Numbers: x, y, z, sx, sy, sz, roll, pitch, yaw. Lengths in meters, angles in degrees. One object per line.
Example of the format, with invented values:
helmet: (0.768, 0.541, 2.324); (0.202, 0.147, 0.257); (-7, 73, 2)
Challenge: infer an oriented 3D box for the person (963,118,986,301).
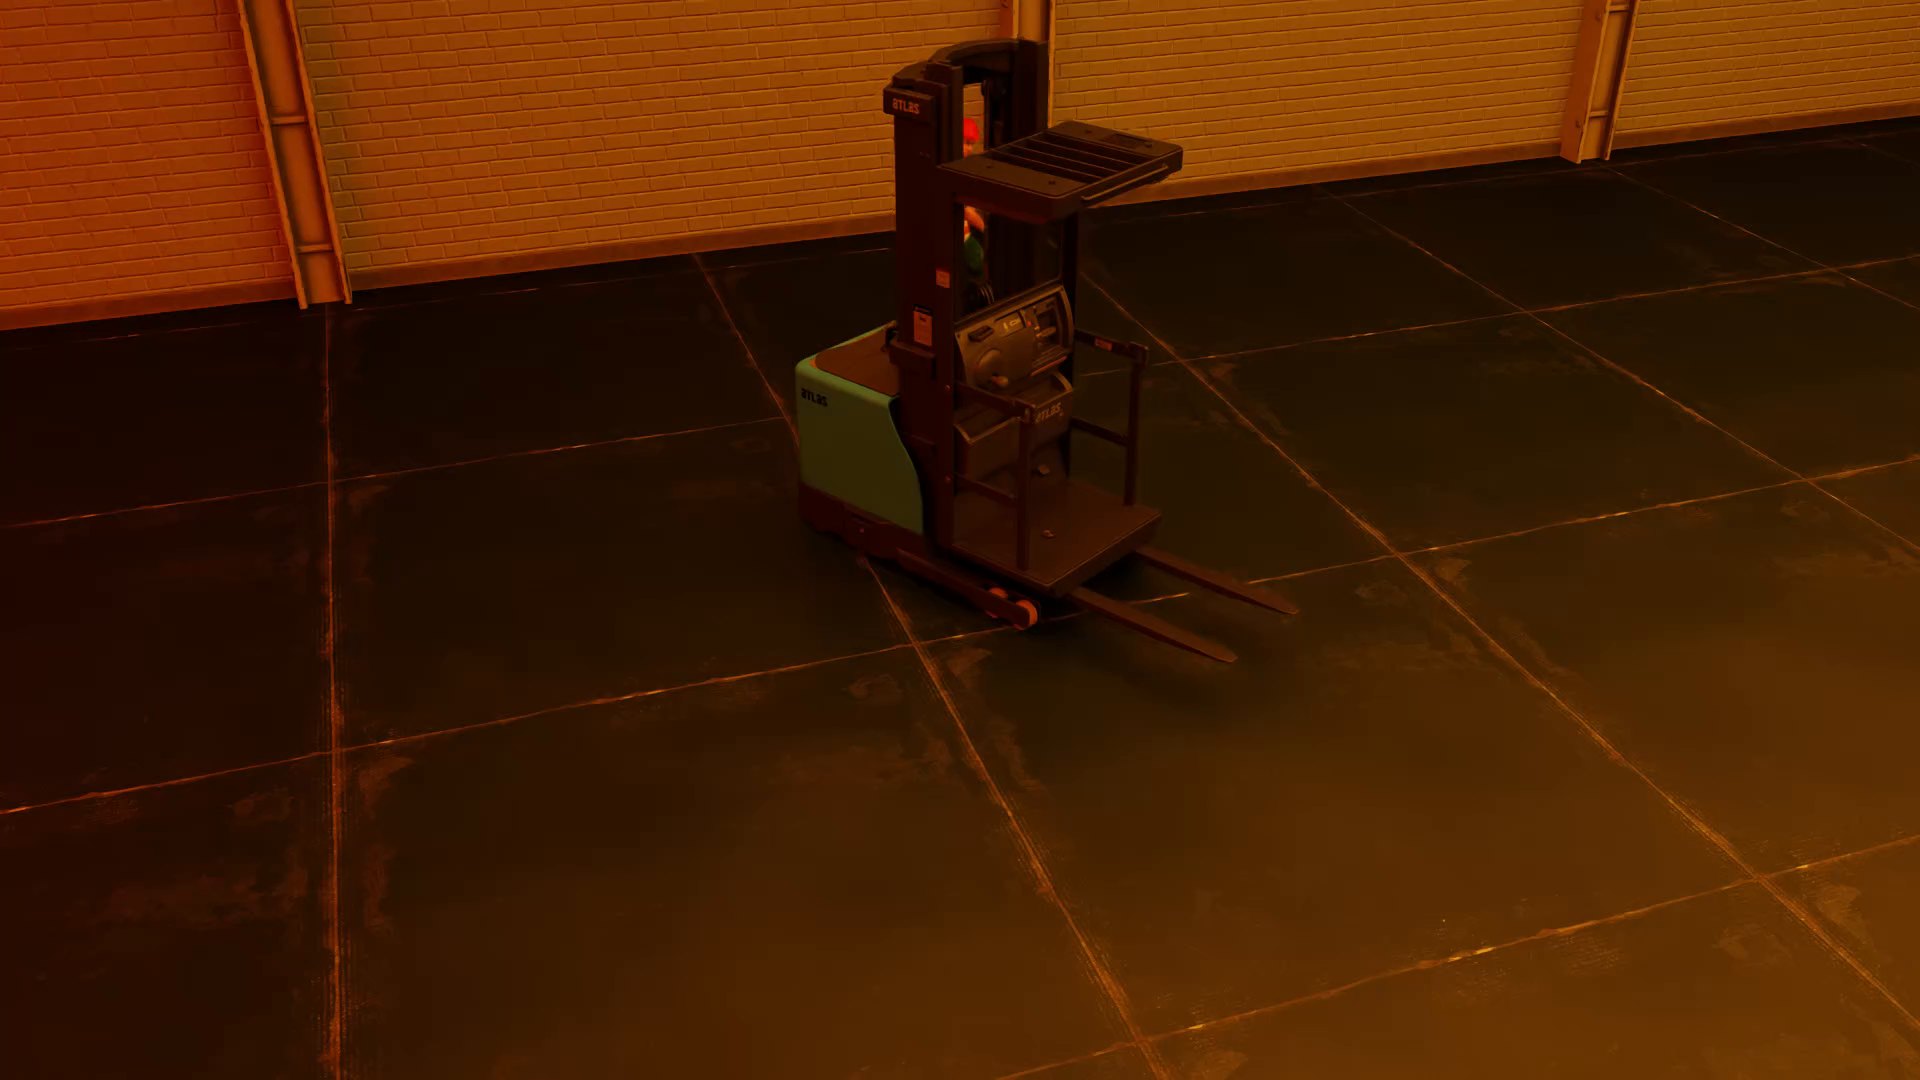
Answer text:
person: (0.092, -2.297, 12.354); (0.816, 1.654, 0.876); (-16, 33, -25)

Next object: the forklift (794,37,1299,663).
forklift: (0.461, -1.071, 8.949); (3.031, 2.935, 1.130); (23, 37, 35)
